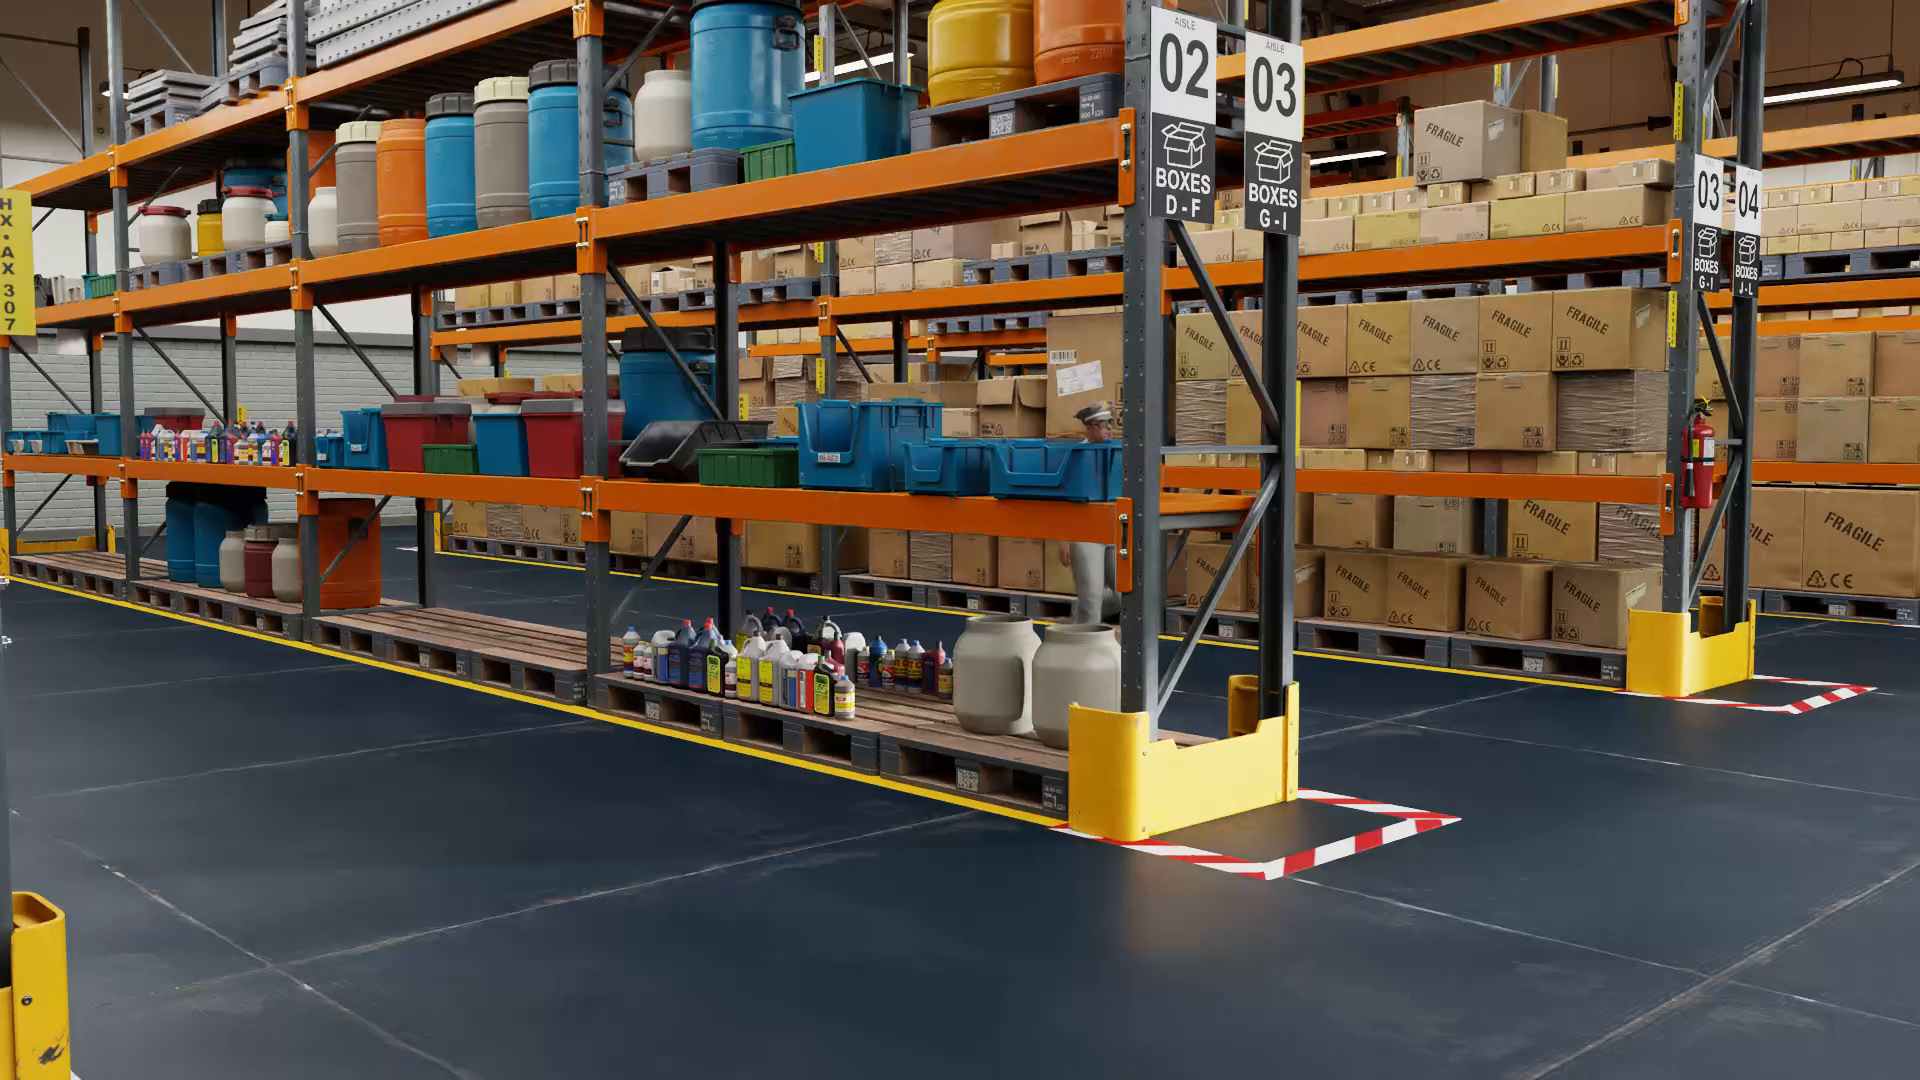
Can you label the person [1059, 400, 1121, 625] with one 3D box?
[{"bbox_3d":[0.885,-0.044,11.005,0.554,1.753,0.624,-2,4,-28],"label":"person"}]
